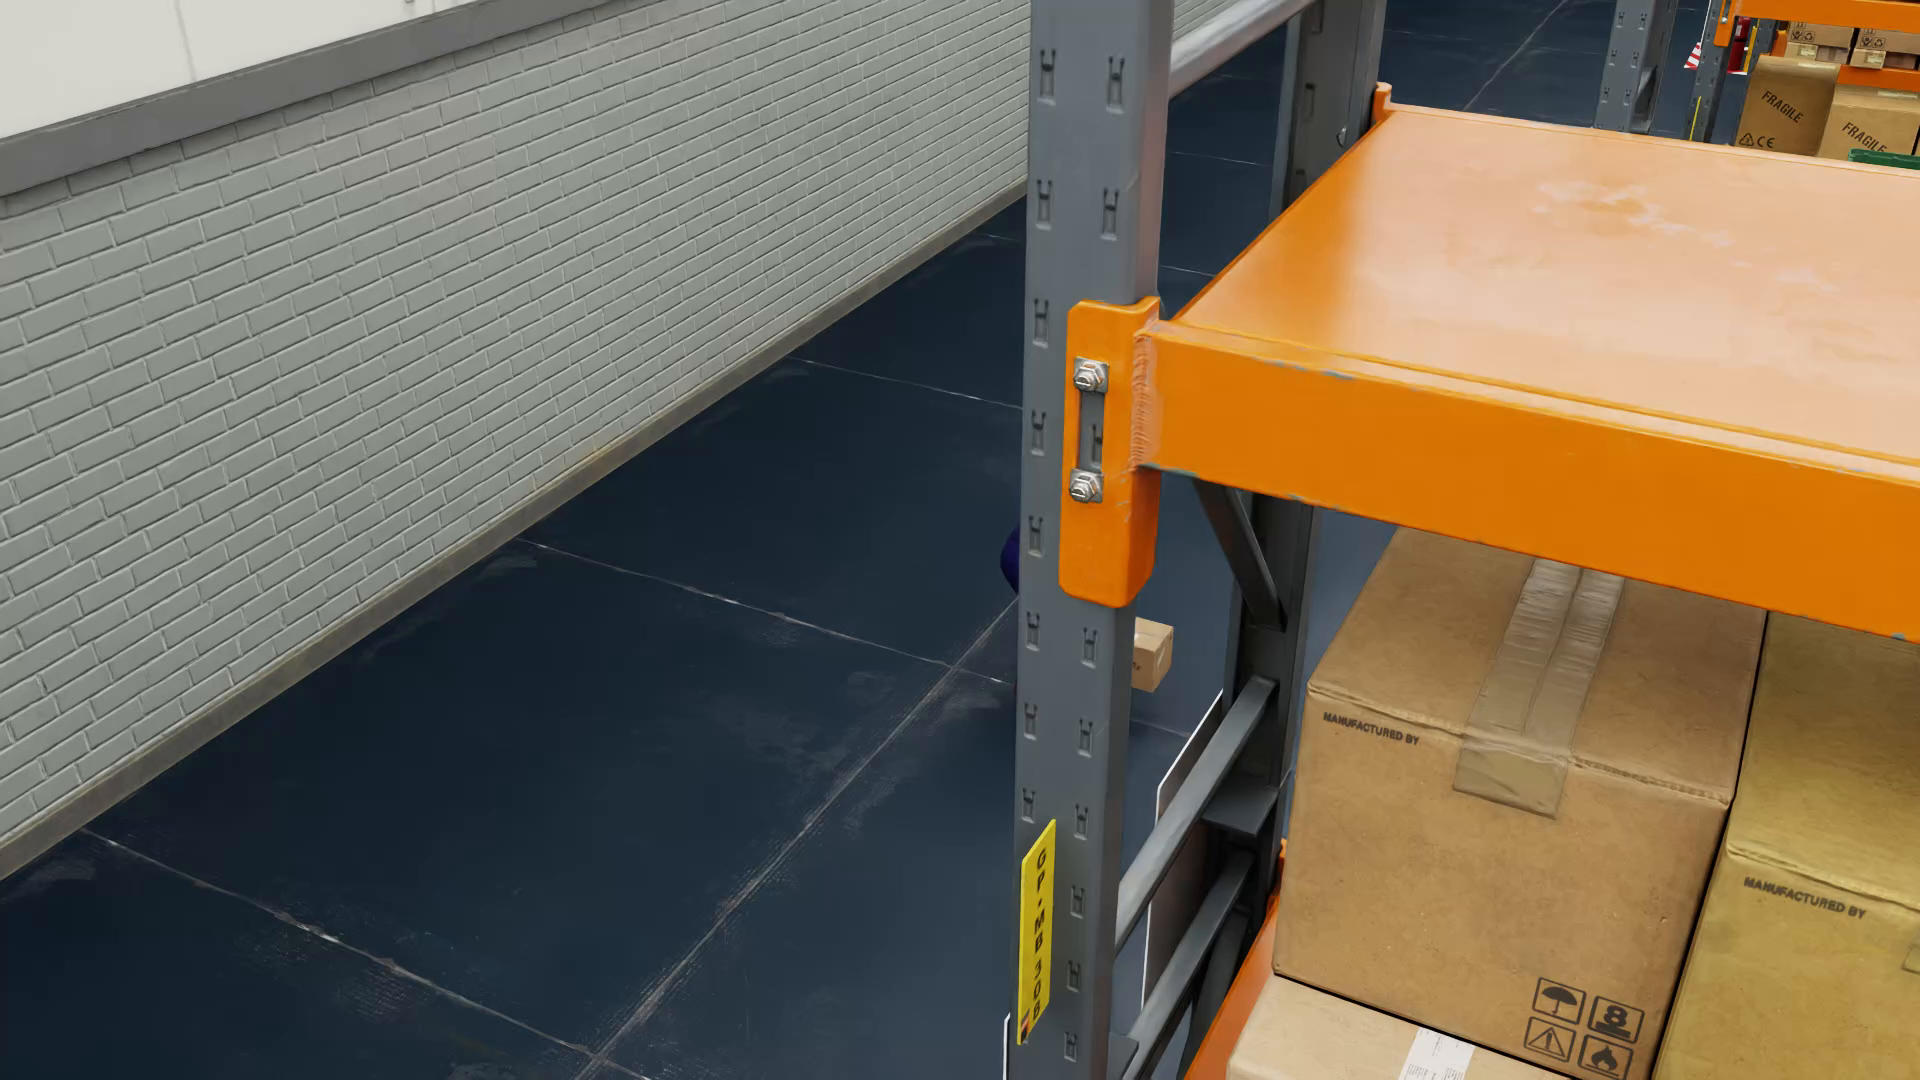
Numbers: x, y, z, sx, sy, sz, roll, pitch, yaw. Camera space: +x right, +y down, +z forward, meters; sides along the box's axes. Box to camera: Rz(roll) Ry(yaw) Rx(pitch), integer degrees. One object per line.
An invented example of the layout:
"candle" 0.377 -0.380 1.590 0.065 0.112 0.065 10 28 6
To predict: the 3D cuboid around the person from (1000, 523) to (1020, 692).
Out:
"person" 0.525 0.093 8.289 0.476 1.510 0.522 15 33 24
